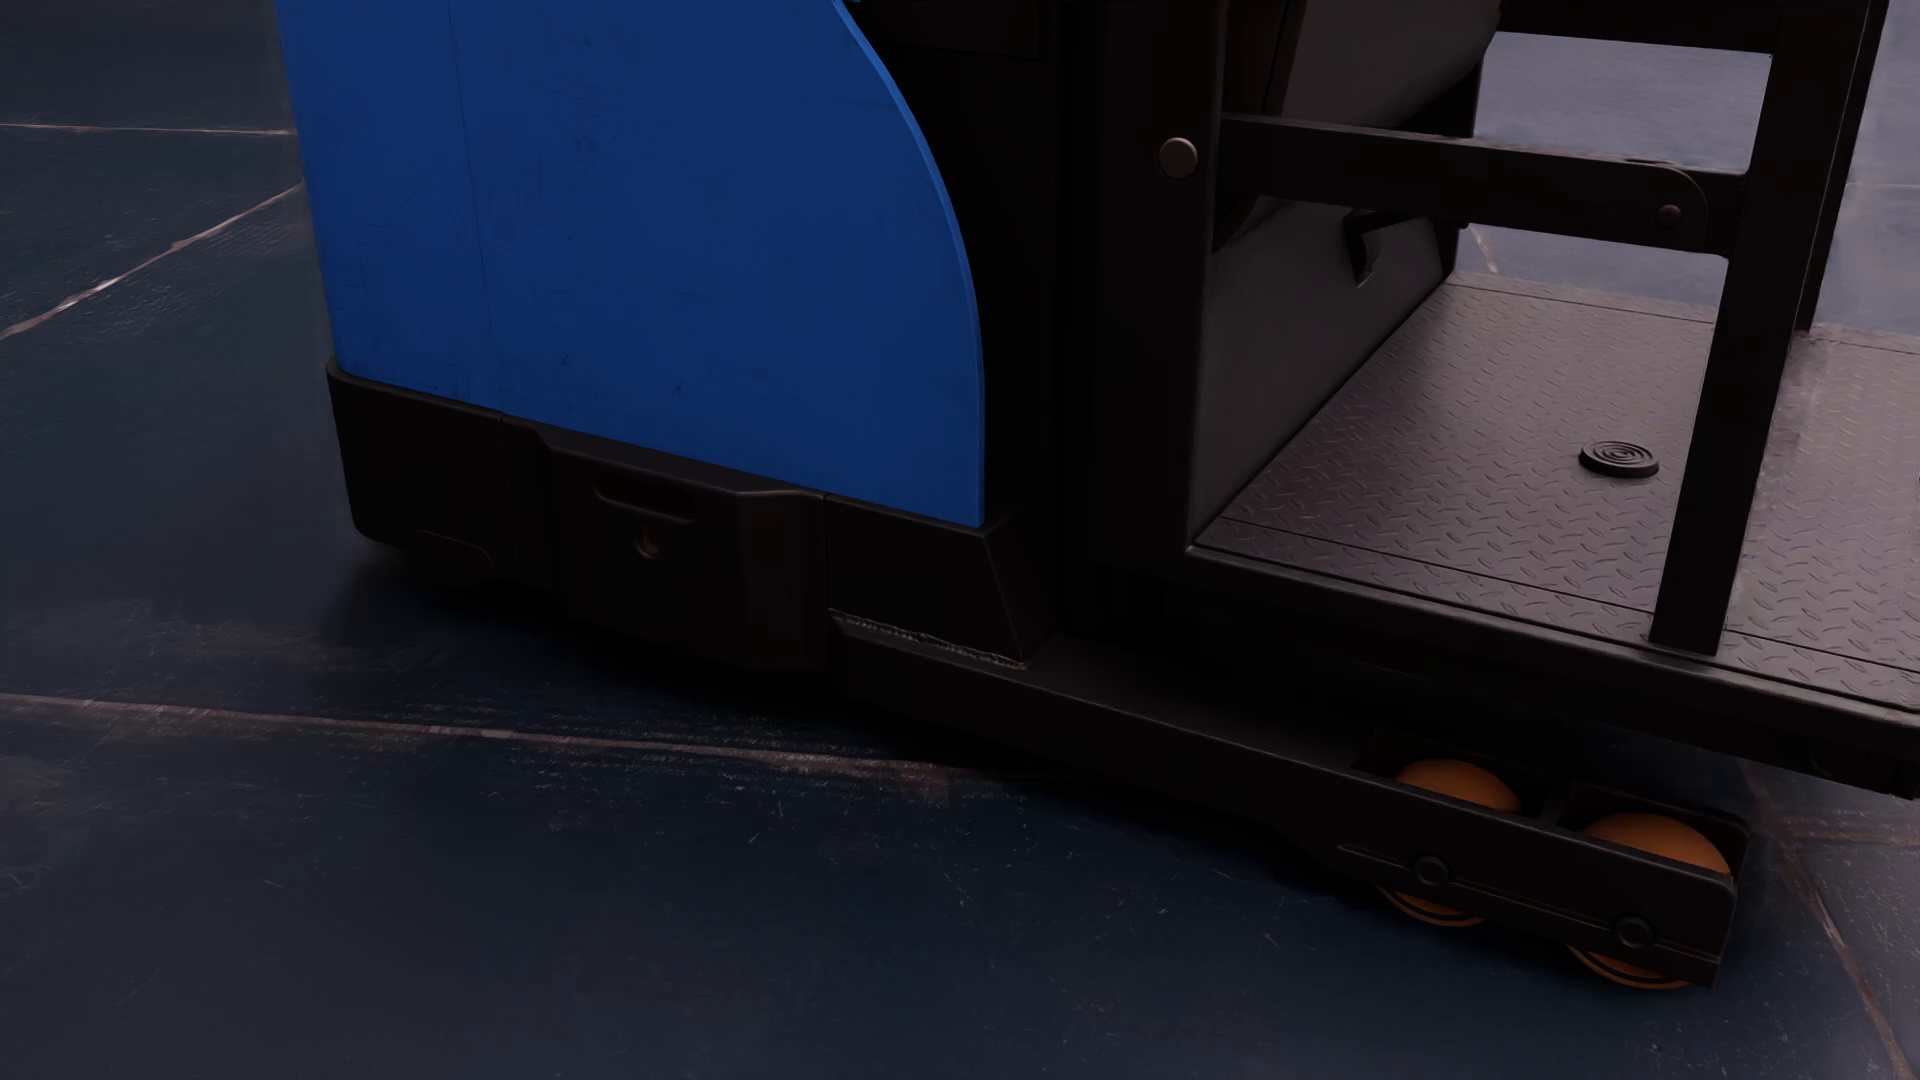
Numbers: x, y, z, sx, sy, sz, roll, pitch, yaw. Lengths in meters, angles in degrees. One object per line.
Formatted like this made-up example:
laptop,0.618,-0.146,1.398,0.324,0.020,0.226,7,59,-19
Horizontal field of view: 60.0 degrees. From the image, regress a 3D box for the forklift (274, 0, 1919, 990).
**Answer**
forklift,0.664,-1.146,1.514,3.031,2.935,1.130,14,30,26
